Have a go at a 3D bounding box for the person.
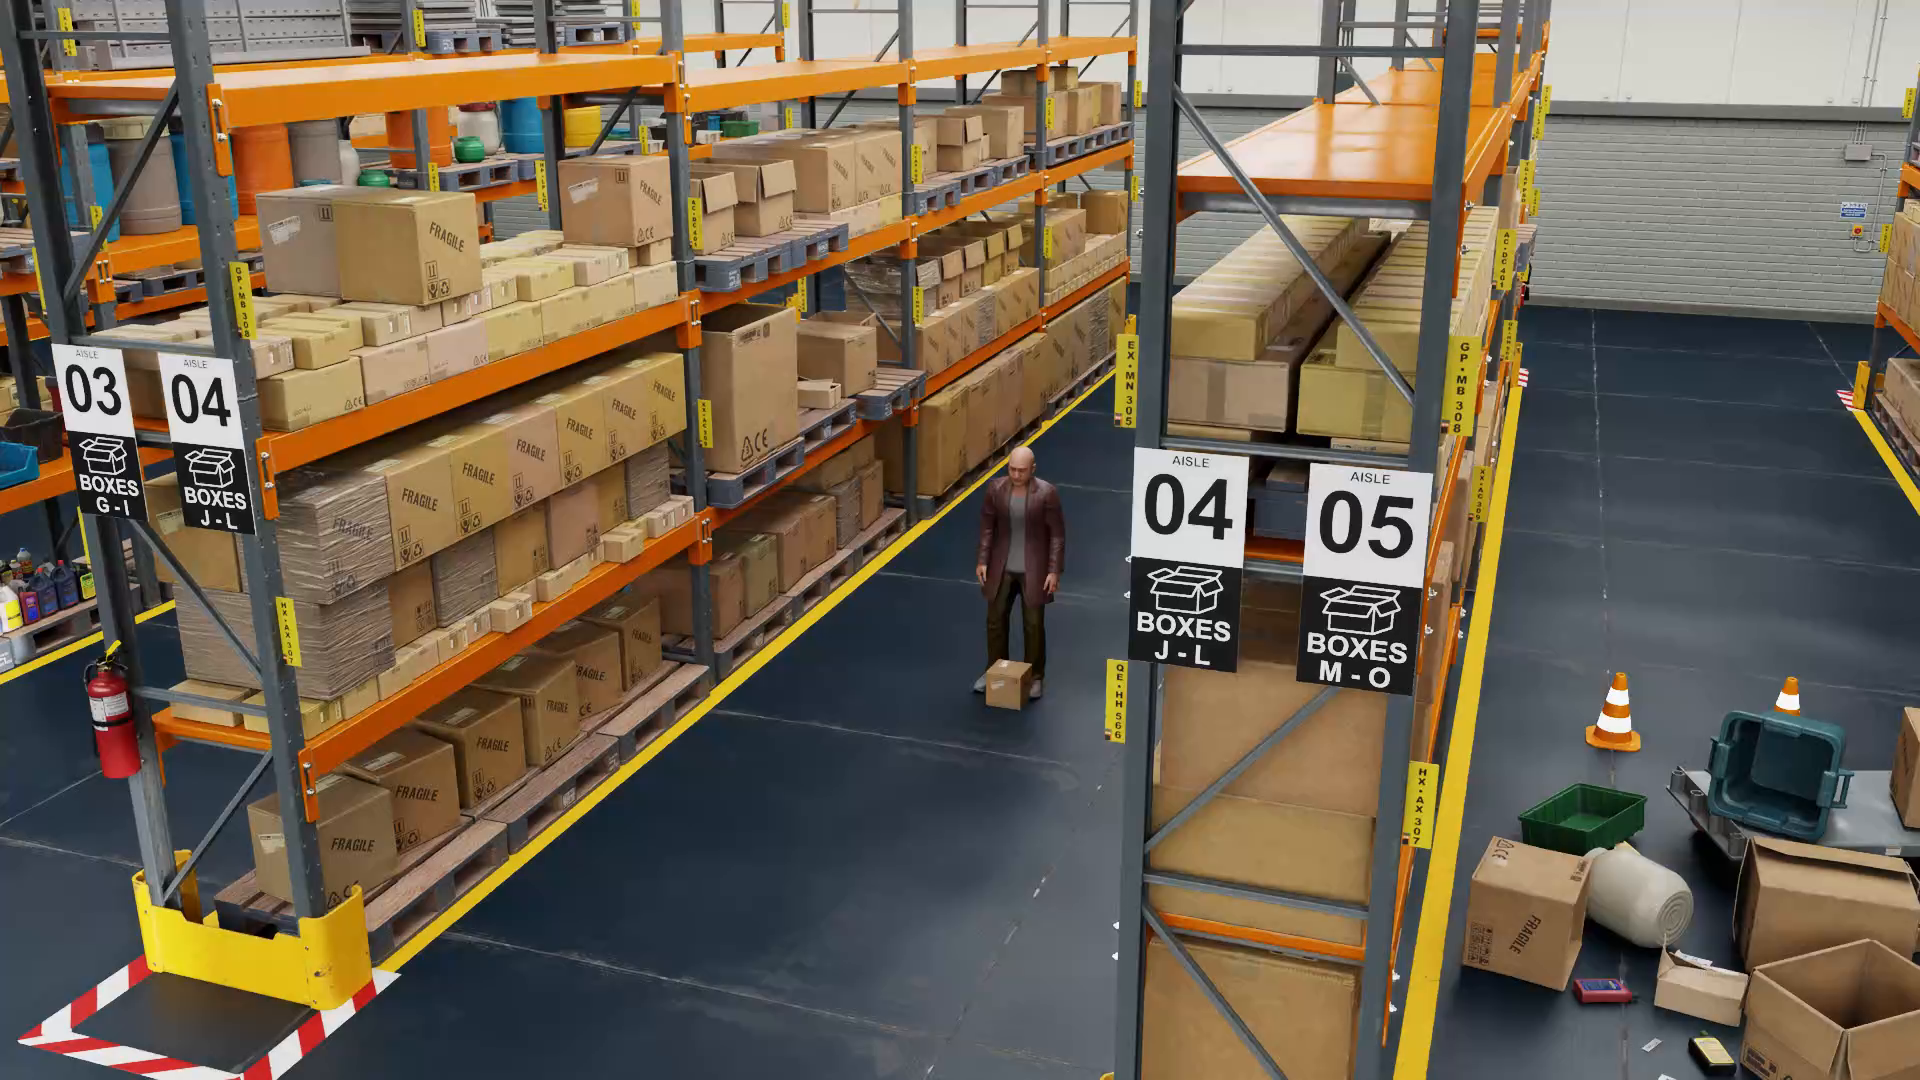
[{"bbox_3d":[0.407,0.200,11.482,0.641,1.773,0.428,6,19,18],"label":"person"}]
